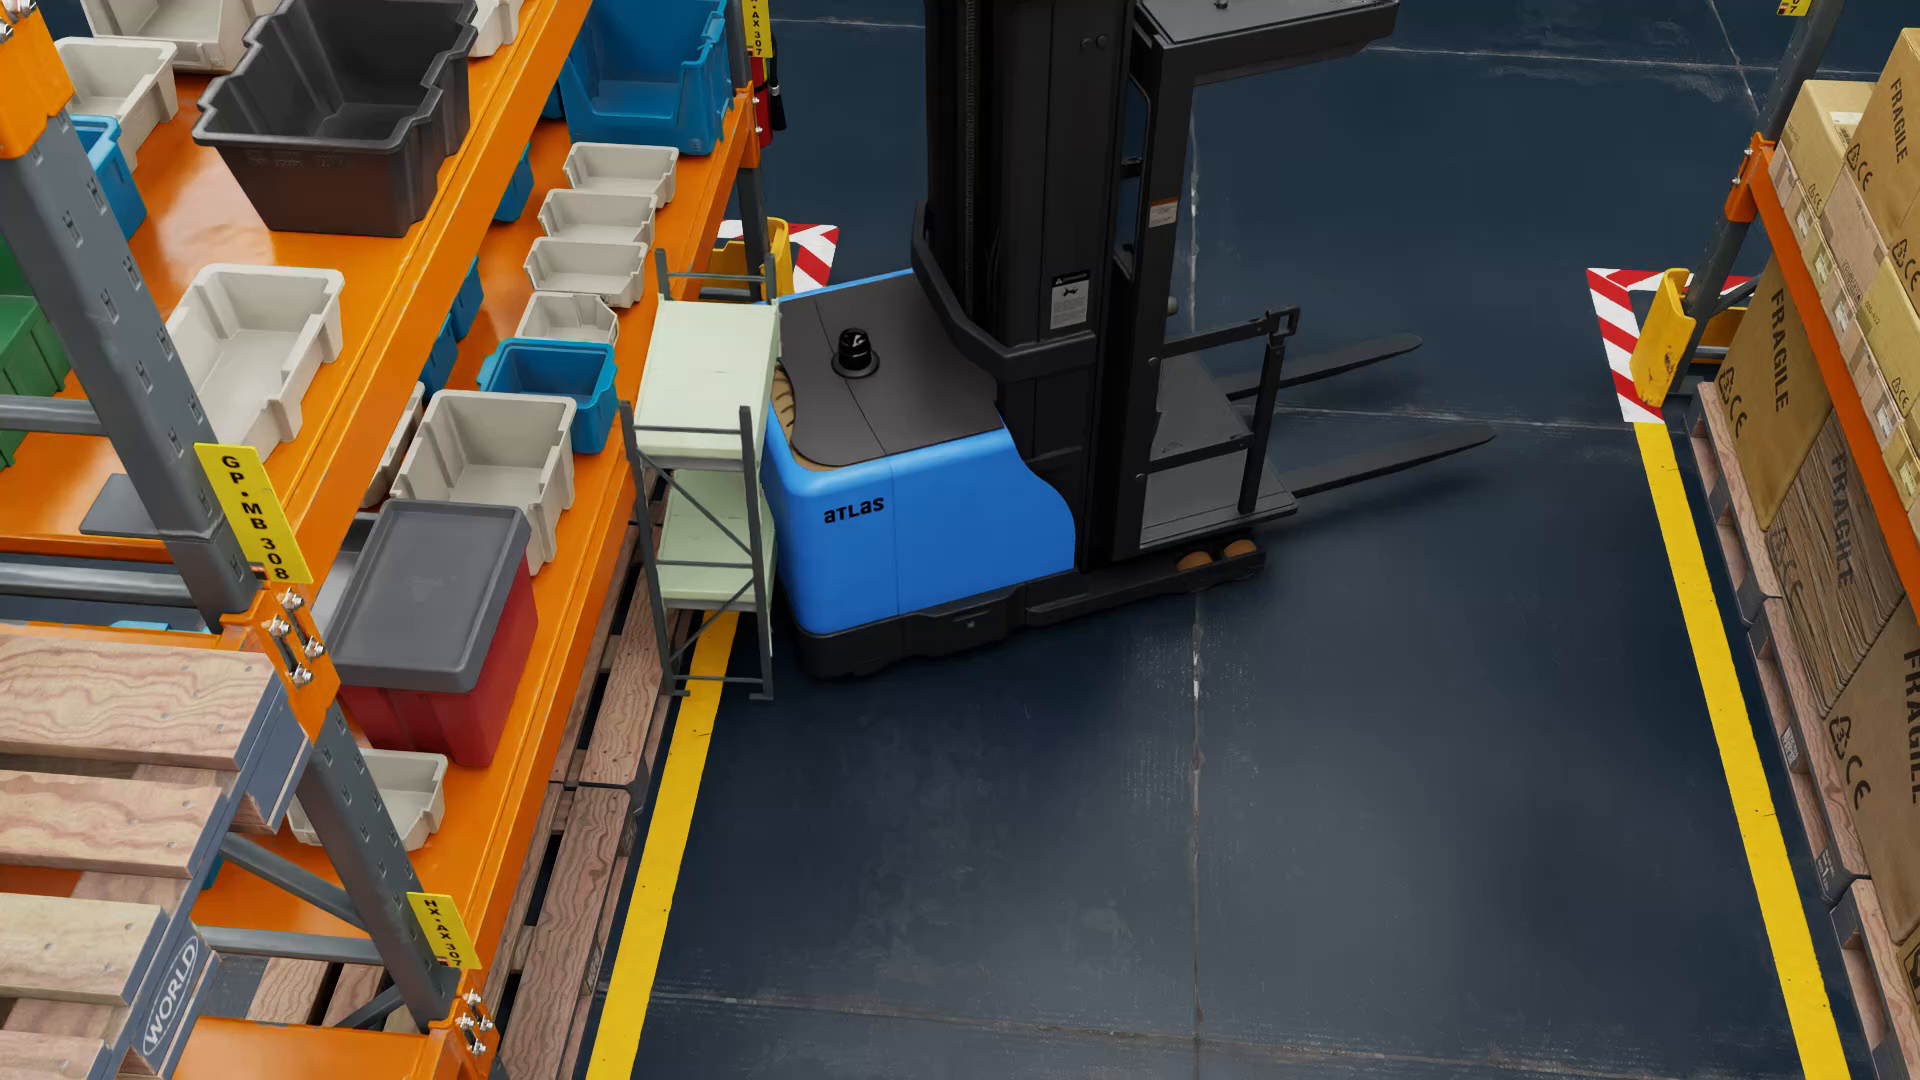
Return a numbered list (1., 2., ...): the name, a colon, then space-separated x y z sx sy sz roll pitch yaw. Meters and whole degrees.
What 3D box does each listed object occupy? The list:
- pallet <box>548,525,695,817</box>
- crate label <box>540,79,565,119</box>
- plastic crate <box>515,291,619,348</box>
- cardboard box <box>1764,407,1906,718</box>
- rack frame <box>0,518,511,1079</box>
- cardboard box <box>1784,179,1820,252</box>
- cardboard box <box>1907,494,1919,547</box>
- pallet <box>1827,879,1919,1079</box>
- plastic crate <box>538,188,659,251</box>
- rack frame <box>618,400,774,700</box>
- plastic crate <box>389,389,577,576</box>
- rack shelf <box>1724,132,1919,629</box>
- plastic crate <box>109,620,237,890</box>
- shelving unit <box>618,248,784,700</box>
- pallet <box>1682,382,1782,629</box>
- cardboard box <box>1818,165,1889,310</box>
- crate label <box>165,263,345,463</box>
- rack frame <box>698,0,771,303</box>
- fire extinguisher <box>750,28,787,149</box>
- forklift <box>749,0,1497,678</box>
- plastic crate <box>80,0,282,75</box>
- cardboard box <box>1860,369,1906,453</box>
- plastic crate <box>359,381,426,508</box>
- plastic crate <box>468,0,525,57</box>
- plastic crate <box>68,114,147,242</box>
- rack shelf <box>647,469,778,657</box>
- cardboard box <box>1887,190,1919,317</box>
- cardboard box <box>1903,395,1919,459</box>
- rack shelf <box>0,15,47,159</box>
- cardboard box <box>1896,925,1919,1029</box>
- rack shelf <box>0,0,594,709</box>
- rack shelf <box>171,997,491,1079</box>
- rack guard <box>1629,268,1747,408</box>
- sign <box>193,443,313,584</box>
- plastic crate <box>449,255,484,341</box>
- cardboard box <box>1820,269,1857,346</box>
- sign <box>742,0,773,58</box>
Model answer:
1. pallet: -1.571 0.437 6.233 1.003 0.211 1.213 4 48 4
2. crate label: -1.694 -1.806 6.467 0.416 0.233 0.303 4 48 4
3. plastic crate: -1.288 -0.684 5.507 0.298 0.136 0.250 4 48 4
4. cardboard box: 3.528 0.052 5.851 0.875 0.875 0.875 4 48 4
5. rack frame: -1.708 0.938 3.885 1.000 3.000 0.127 4 48 4
6. cardboard box: 3.206 -1.156 5.971 0.380 0.149 0.250 3 48 3
7. cardboard box: 3.067 -0.021 4.933 0.380 0.149 0.250 5 48 4
8. pallet: 3.372 1.659 5.116 1.003 0.211 1.213 4 48 4
9. plastic crate: -1.278 -1.109 5.895 0.396 0.136 0.243 4 48 4
10. rack frame: -0.867 0.085 5.628 0.400 1.500 0.023 3 49 -1
11. plastic crate: -1.385 -0.152 4.922 0.437 0.282 0.530 4 48 4
12. rack shelf: 3.407 0.044 5.190 1.077 0.370 4.000 4 48 4
13. plastic crate: -2.005 0.557 4.204 0.392 0.384 0.575 4 48 4
14. shelving unit: -0.857 -0.190 5.870 0.431 1.500 0.755 3 49 -1
15. pallet: 3.594 -0.134 6.756 1.003 0.211 1.213 4 48 4
16. cardboard box: 3.236 -1.001 5.559 0.500 0.250 0.500 3 48 3
17. crate label: -1.375 -0.325 3.187 0.293 0.136 0.466 4 48 4
18. rack frame: -1.343 -2.001 6.573 1.000 3.000 0.127 4 48 4
19. fire extinguisher: -0.877 -1.929 6.813 0.296 0.674 0.183 4 48 4
20. forklift: 0.686 -1.138 5.831 3.031 2.935 1.130 -15 49 -13
21. plastic crate: -1.853 -1.366 4.040 0.437 0.282 0.530 4 48 4
22. cardboard box: 3.113 -0.400 5.279 0.380 0.149 0.250 3 48 3
23. plastic crate: -1.848 -0.293 5.149 0.293 0.136 0.466 4 48 4
24. plastic crate: -1.284 -1.389 4.160 0.437 0.136 0.530 4 48 4
25. plastic crate: -1.943 -0.708 3.471 0.416 0.233 0.300 4 48 4
26. rack shelf: -0.869 0.025 6.115 0.431 0.370 0.720 3 49 -1
27. cardboard box: 3.190 -0.888 4.947 0.500 0.500 0.500 3 48 2
28. cardboard box: 3.144 -0.248 4.870 0.500 0.250 0.500 3 48 3
29. rack shelf: -1.890 0.761 0.740 1.077 0.370 4.000 4 48 4
30. cardboard box: 3.364 1.367 4.648 0.875 0.875 0.875 4 48 4
31. rack shelf: -1.526 -1.301 4.388 1.077 0.370 4.000 4 48 4
32. rack shelf: -1.890 2.651 2.806 1.077 0.370 4.000 4 48 4
33. rack guard: 3.591 -0.842 7.207 1.175 0.500 0.348 4 48 4
34. sign: -1.160 -0.039 2.740 0.100 0.325 0.005 4 48 4
35. plastic crate: -1.814 -0.838 5.582 0.416 0.233 0.300 4 48 4
36. cardboard box: 3.161 -0.776 5.623 0.380 0.149 0.250 3 48 3
37. sign: -0.794 -2.031 6.490 0.100 0.325 0.005 4 48 4
